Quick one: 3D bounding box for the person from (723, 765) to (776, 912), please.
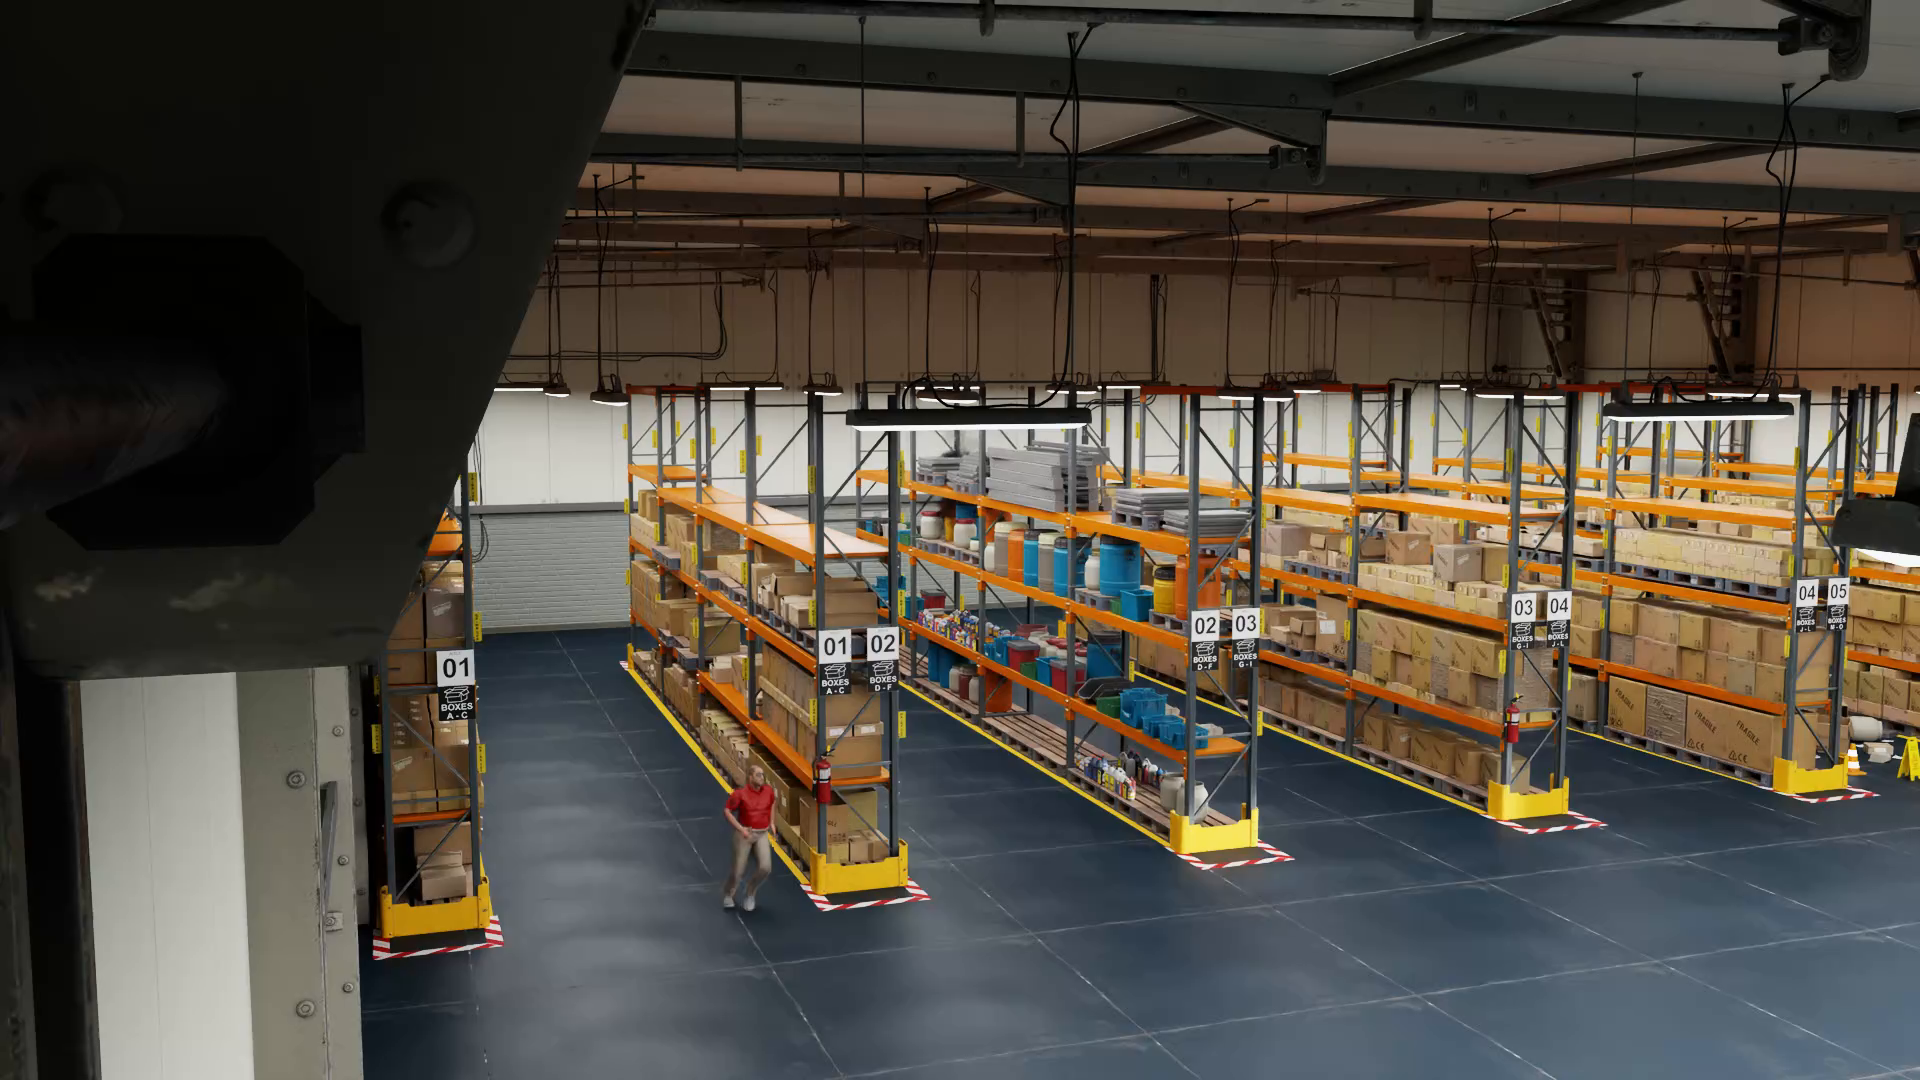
[{"bbox_3d":[-2.419,3.495,19.506,0.720,1.712,0.636,-3,7,-29],"label":"person"}]

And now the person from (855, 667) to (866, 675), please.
[{"bbox_3d":[-1.835,2.262,29.267,0.552,1.591,0.623,-2,6,-20],"label":"person"}]

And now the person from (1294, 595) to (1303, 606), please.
[{"bbox_3d":[8.370,1.226,41.248,0.715,1.755,0.679,-5,8,-43],"label":"person"}]
